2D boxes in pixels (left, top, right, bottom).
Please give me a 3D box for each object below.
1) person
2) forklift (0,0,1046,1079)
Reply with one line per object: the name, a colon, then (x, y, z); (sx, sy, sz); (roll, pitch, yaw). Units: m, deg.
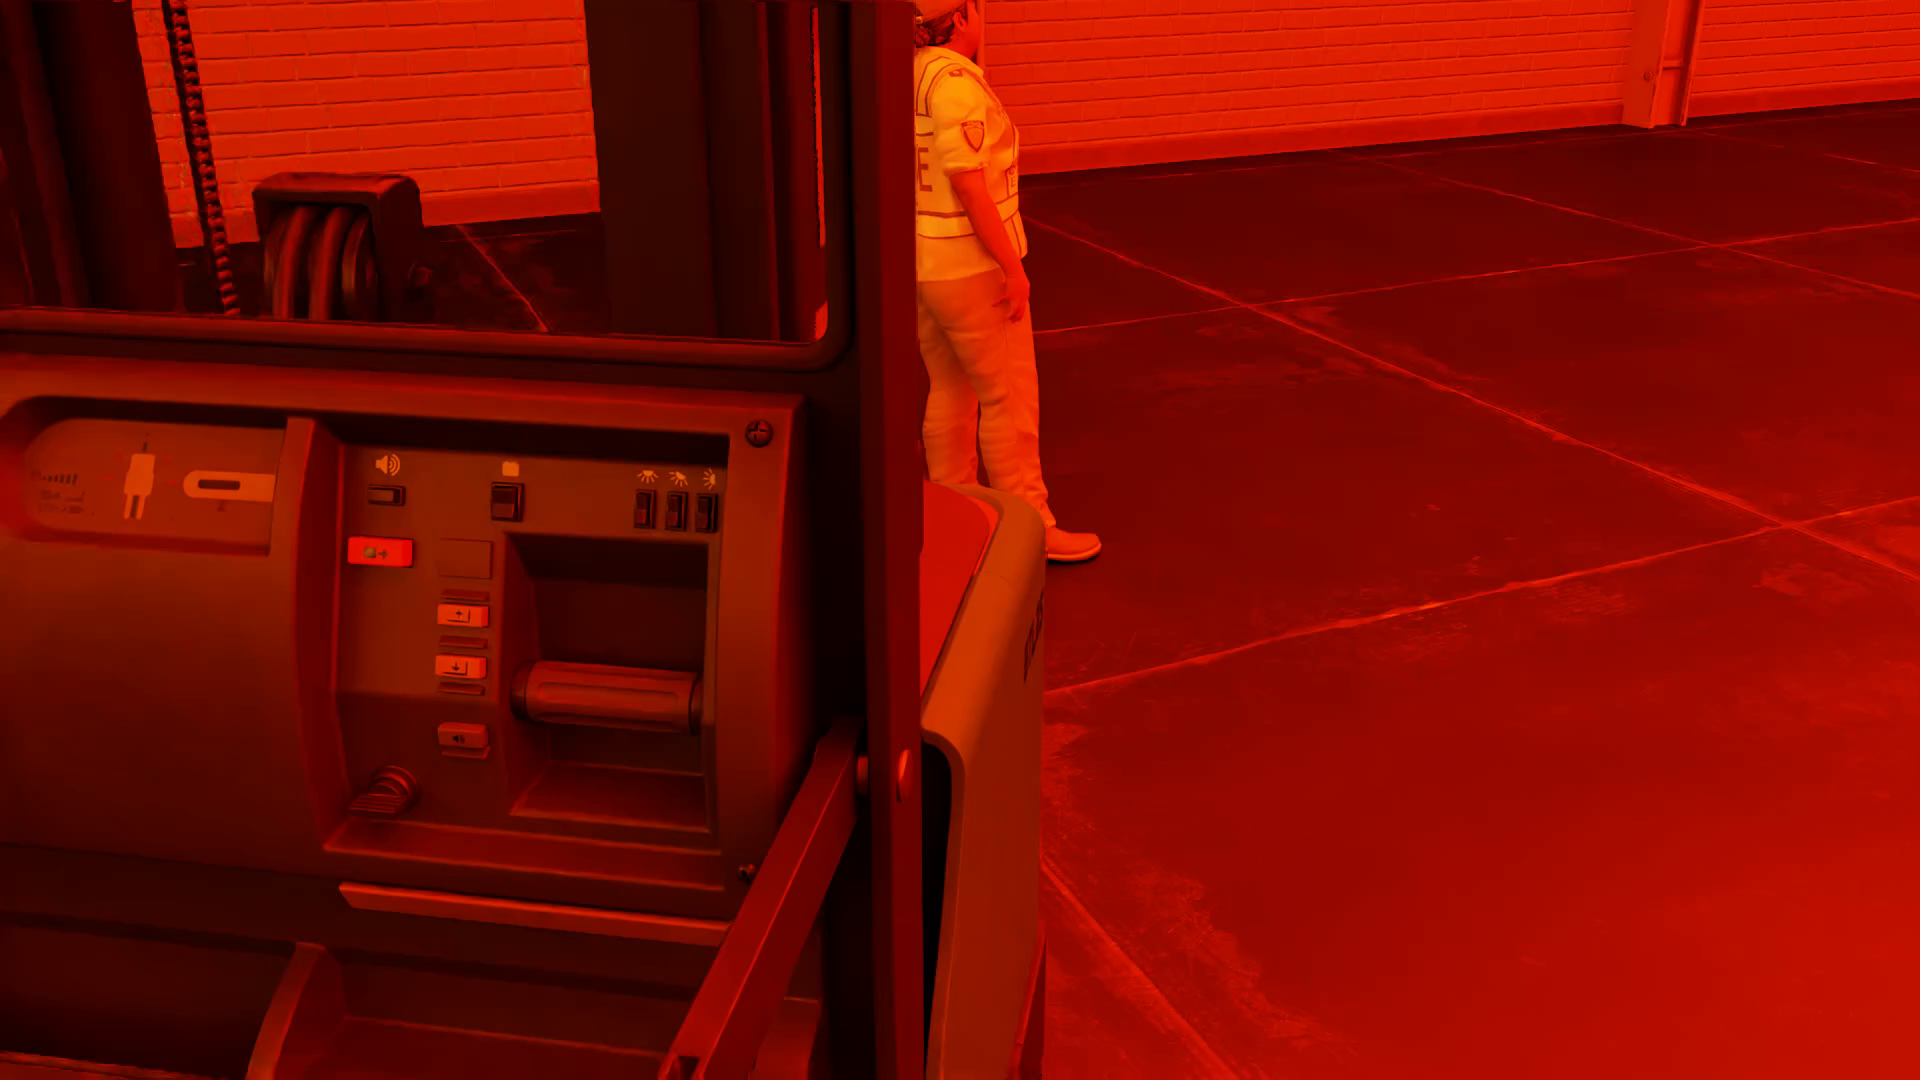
person: (0.079, -0.781, 4.795); (0.529, 1.670, 0.599); (-10, 25, -23)
forklift: (-0.616, 0.082, 1.088); (1.130, 2.935, 3.031); (4, 23, 9)
